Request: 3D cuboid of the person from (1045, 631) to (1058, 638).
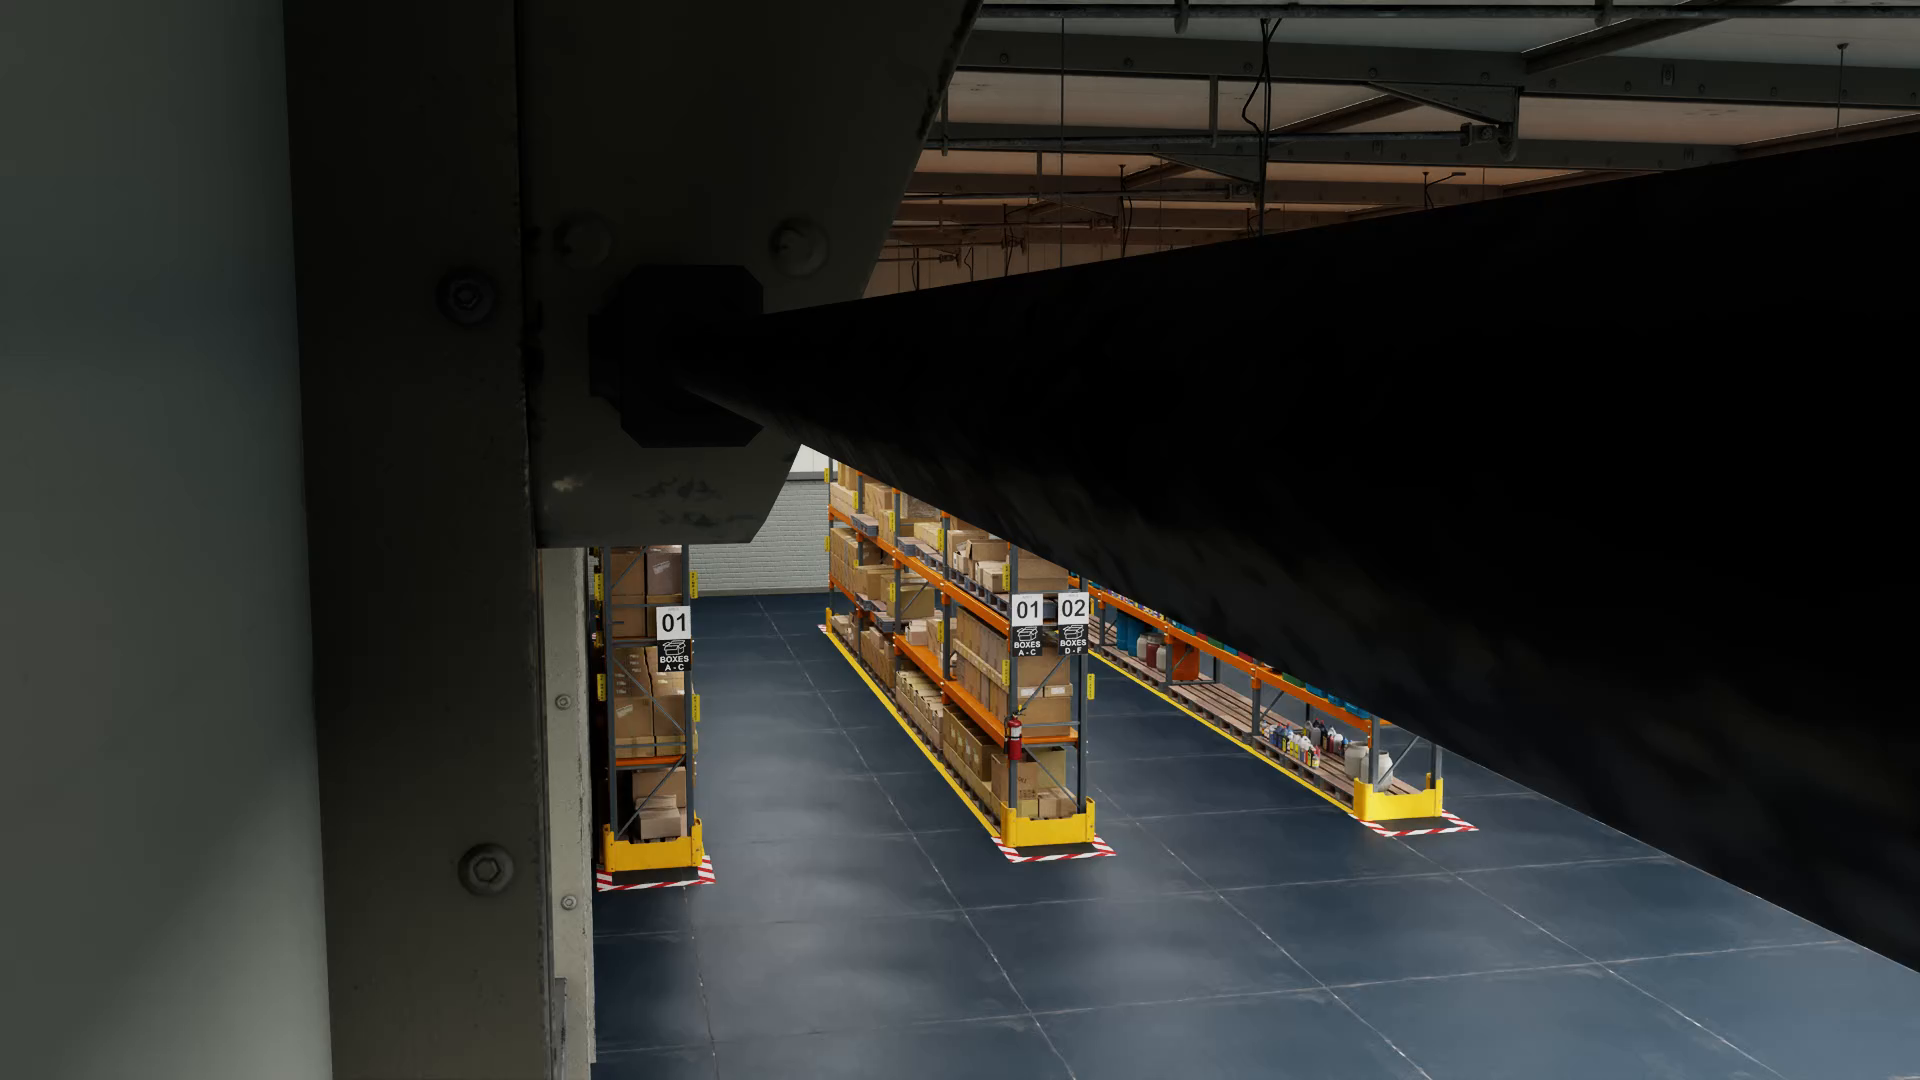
[{"bbox_3d":[1.579,1.864,30.443,0.679,1.721,0.576,-2,7,-18],"label":"person"}]
